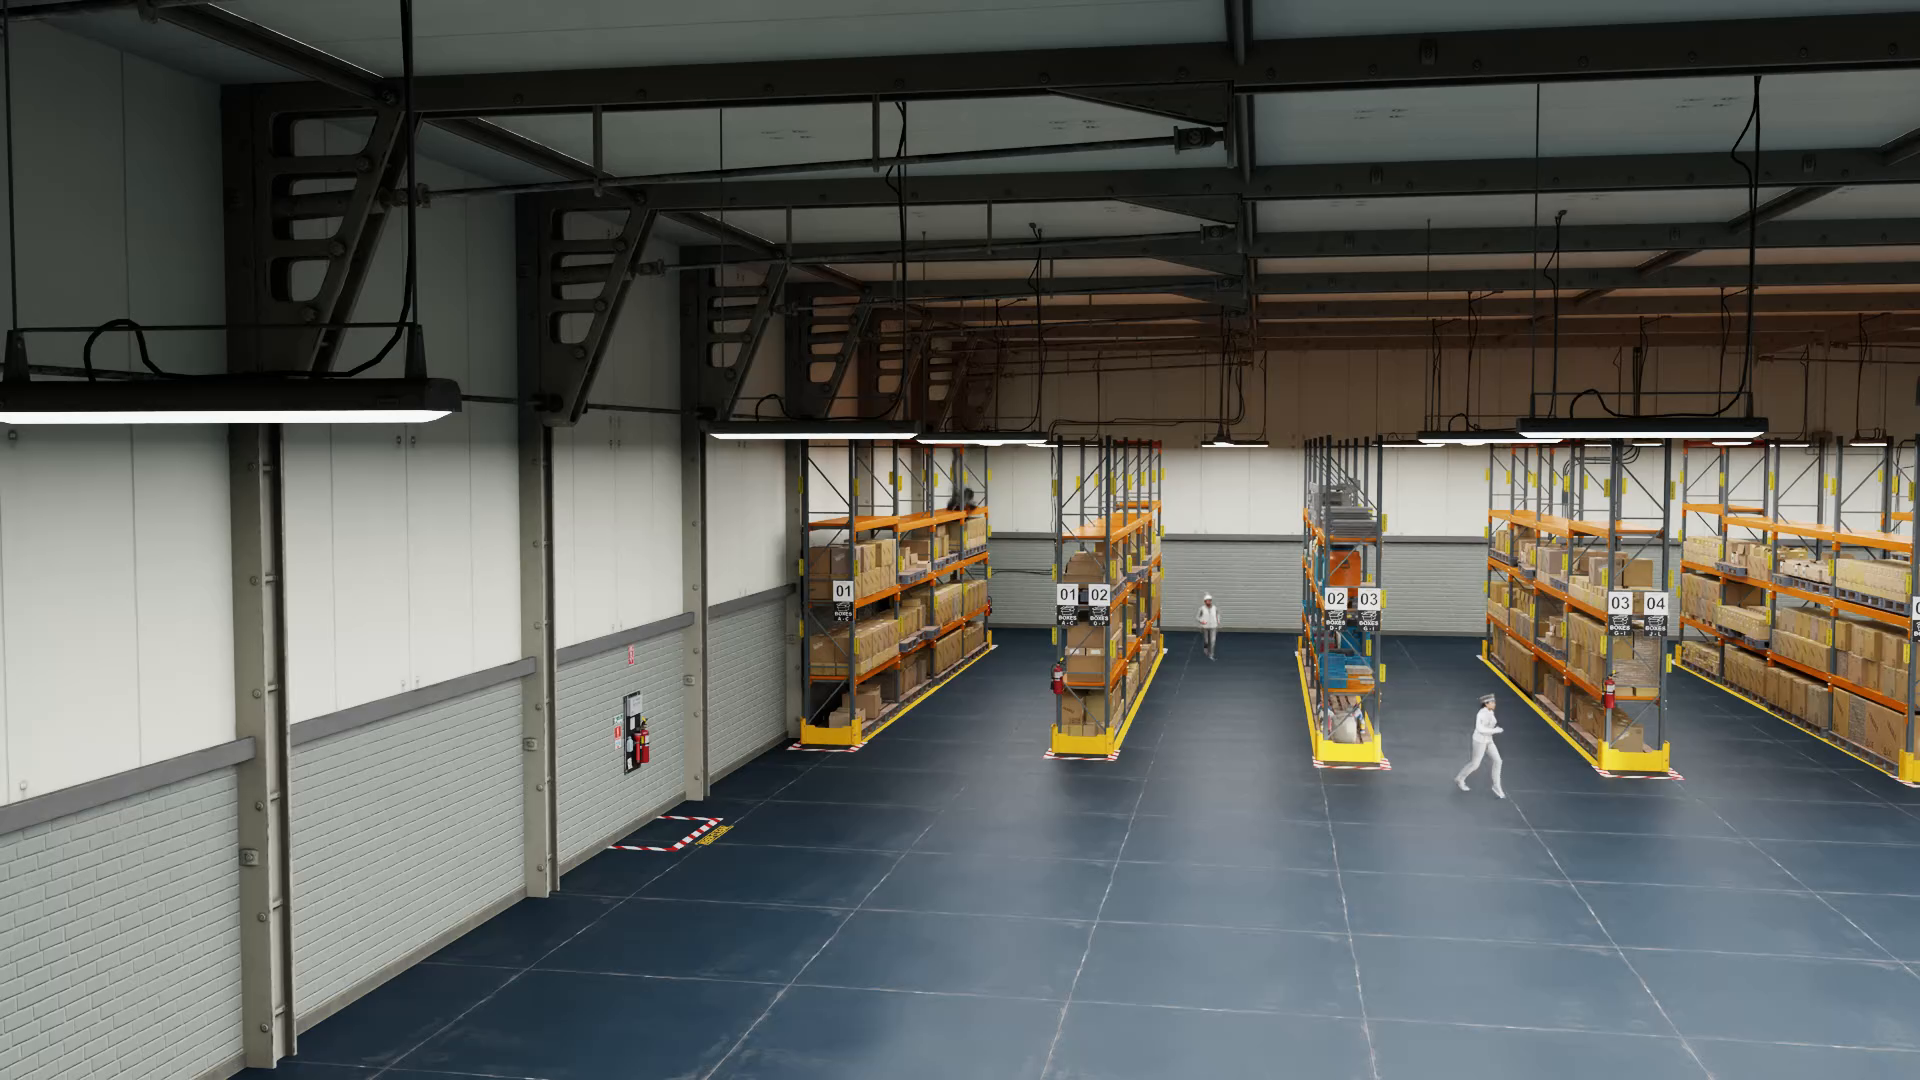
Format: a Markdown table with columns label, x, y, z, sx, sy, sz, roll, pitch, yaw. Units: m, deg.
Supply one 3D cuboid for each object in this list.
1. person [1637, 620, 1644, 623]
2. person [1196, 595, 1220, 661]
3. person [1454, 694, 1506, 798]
| label | x | y | z | sx | sy | sz | roll | pitch | yaw |
| --- | --- | --- | --- | --- | --- | --- | --- | --- | --- |
| person | 17.769 | 2.574 | 43.213 | 0.610 | 1.665 | 0.872 | 0 | 3 | 8 |
| person | 6.819 | 2.402 | 45.593 | 0.676 | 1.772 | 0.821 | 0 | 3 | 0 |
| person | 8.647 | 3.392 | 27.616 | 0.884 | 1.731 | 0.638 | 3 | 4 | 40 |
